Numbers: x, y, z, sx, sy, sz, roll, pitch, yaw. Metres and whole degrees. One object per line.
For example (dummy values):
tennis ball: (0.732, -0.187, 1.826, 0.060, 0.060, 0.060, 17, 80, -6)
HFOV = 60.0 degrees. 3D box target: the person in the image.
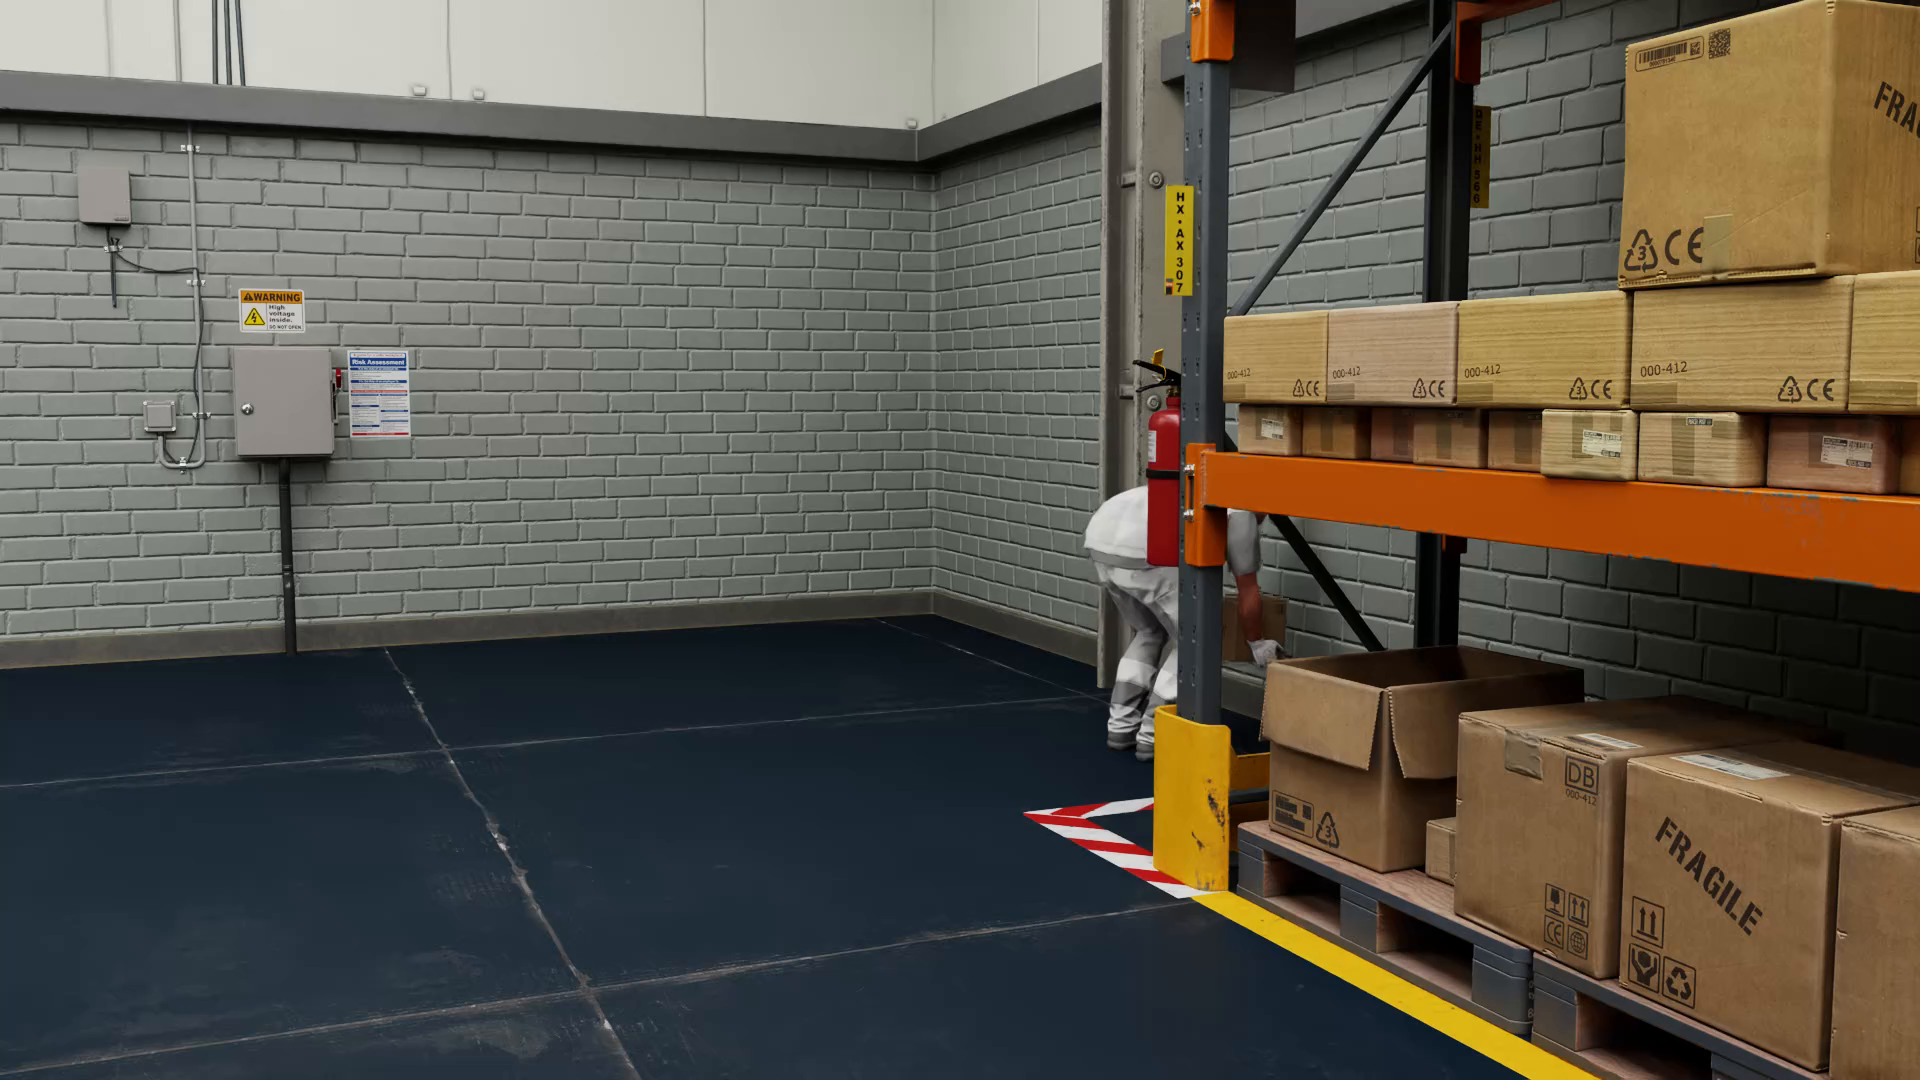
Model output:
person: (0.947, 0.295, 6.864, 0.903, 1.144, 0.517, -3, 6, -26)
